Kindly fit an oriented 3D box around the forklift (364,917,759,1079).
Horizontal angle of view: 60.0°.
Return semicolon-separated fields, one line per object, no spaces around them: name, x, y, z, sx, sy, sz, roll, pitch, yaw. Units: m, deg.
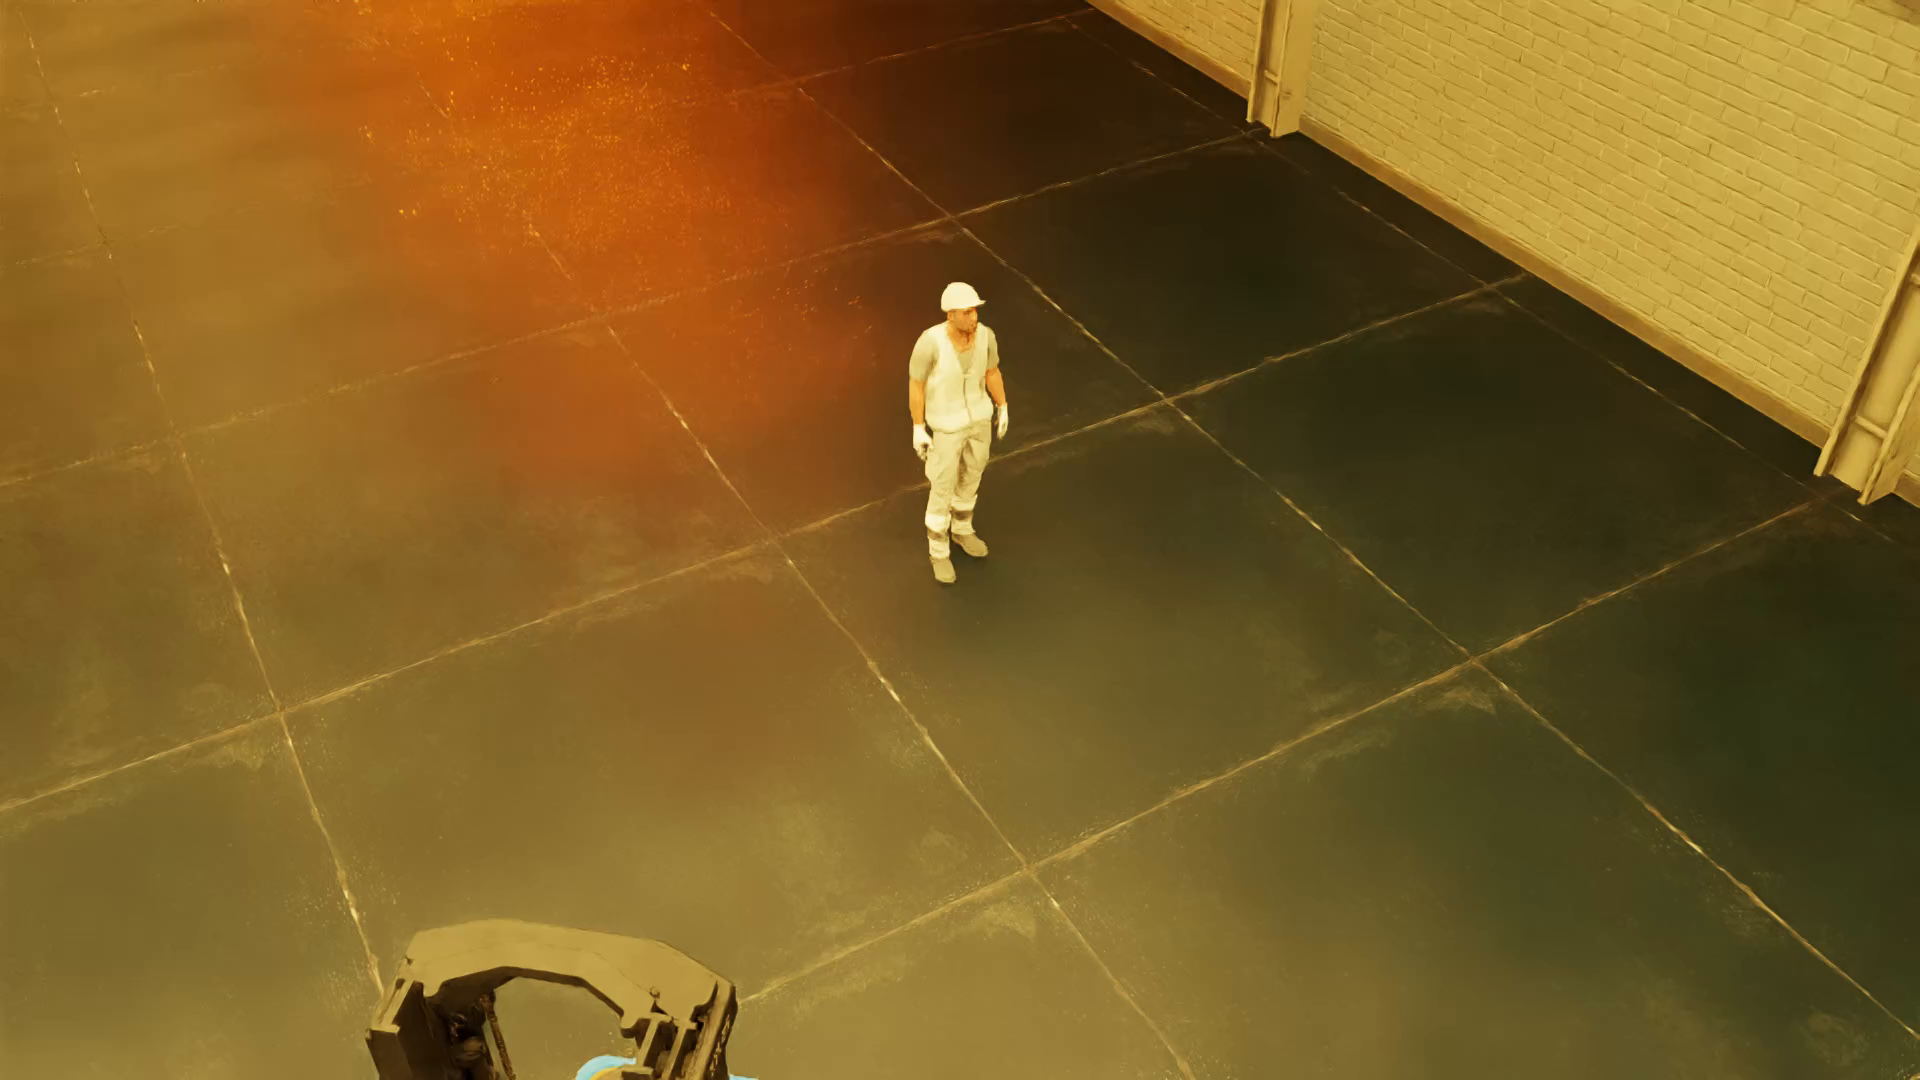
forklift;-1.197;2.625;4.872;1.130;2.935;3.031;7;40;8

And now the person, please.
person;0.031;-0.646;9.699;0.637;1.787;0.563;-20;44;-23
